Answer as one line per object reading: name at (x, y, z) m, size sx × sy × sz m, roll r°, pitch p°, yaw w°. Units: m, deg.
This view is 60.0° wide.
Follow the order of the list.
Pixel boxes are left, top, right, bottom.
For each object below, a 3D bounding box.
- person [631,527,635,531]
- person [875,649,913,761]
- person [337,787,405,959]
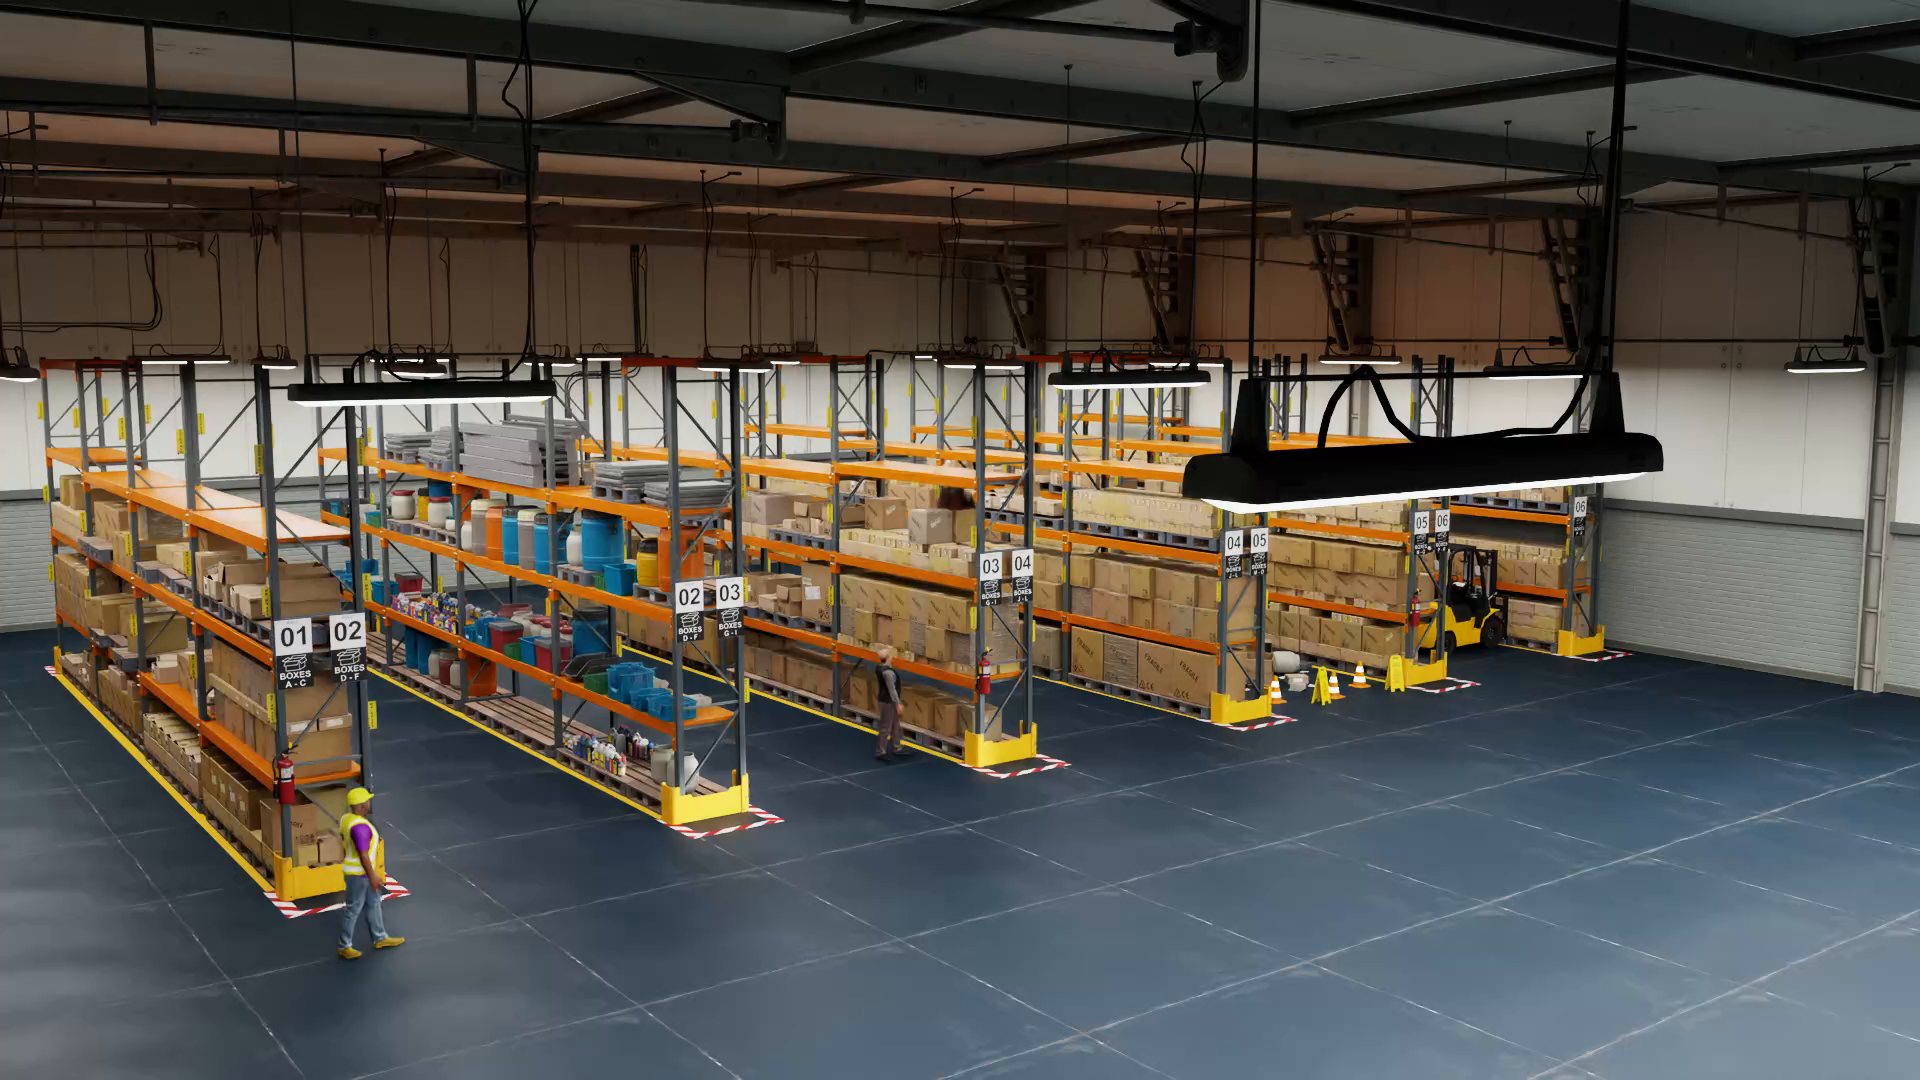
person at (-8.262, 0.479, 41.898) m, size 0.480 × 1.638 × 0.792 m, roll 3°, pitch 7°, yaw 22°
person at (-0.995, 2.473, 25.179) m, size 0.572 × 1.705 × 0.609 m, roll -1°, pitch 7°, yaw -5°
person at (-6.121, 3.413, 17.145) m, size 0.644 × 1.761 × 0.595 m, roll -1°, pitch 7°, yaw -12°
